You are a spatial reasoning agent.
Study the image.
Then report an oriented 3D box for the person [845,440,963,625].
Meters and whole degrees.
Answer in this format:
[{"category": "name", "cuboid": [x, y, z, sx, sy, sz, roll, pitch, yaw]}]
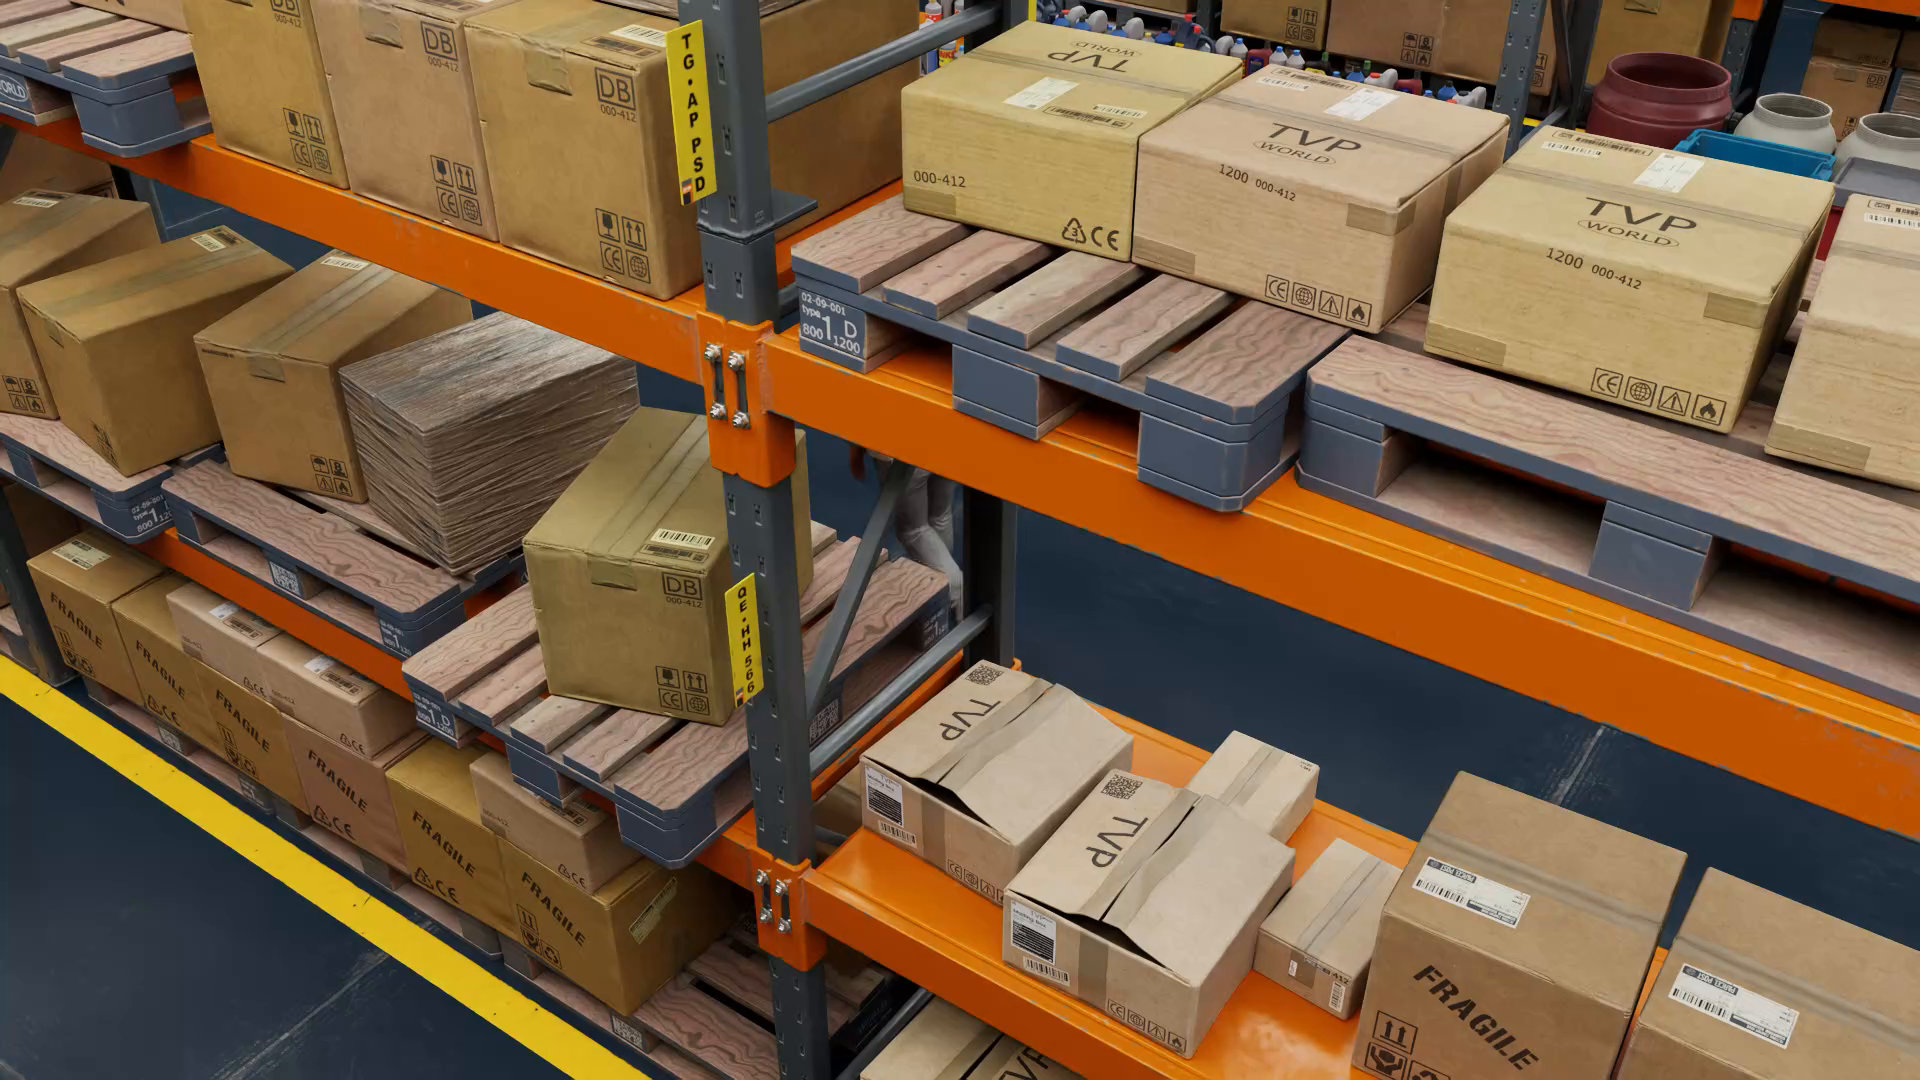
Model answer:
[{"category": "person", "cuboid": [-0.162, -0.352, 6.647, 0.595, 1.747, 0.747, -11, 36, -16]}]
